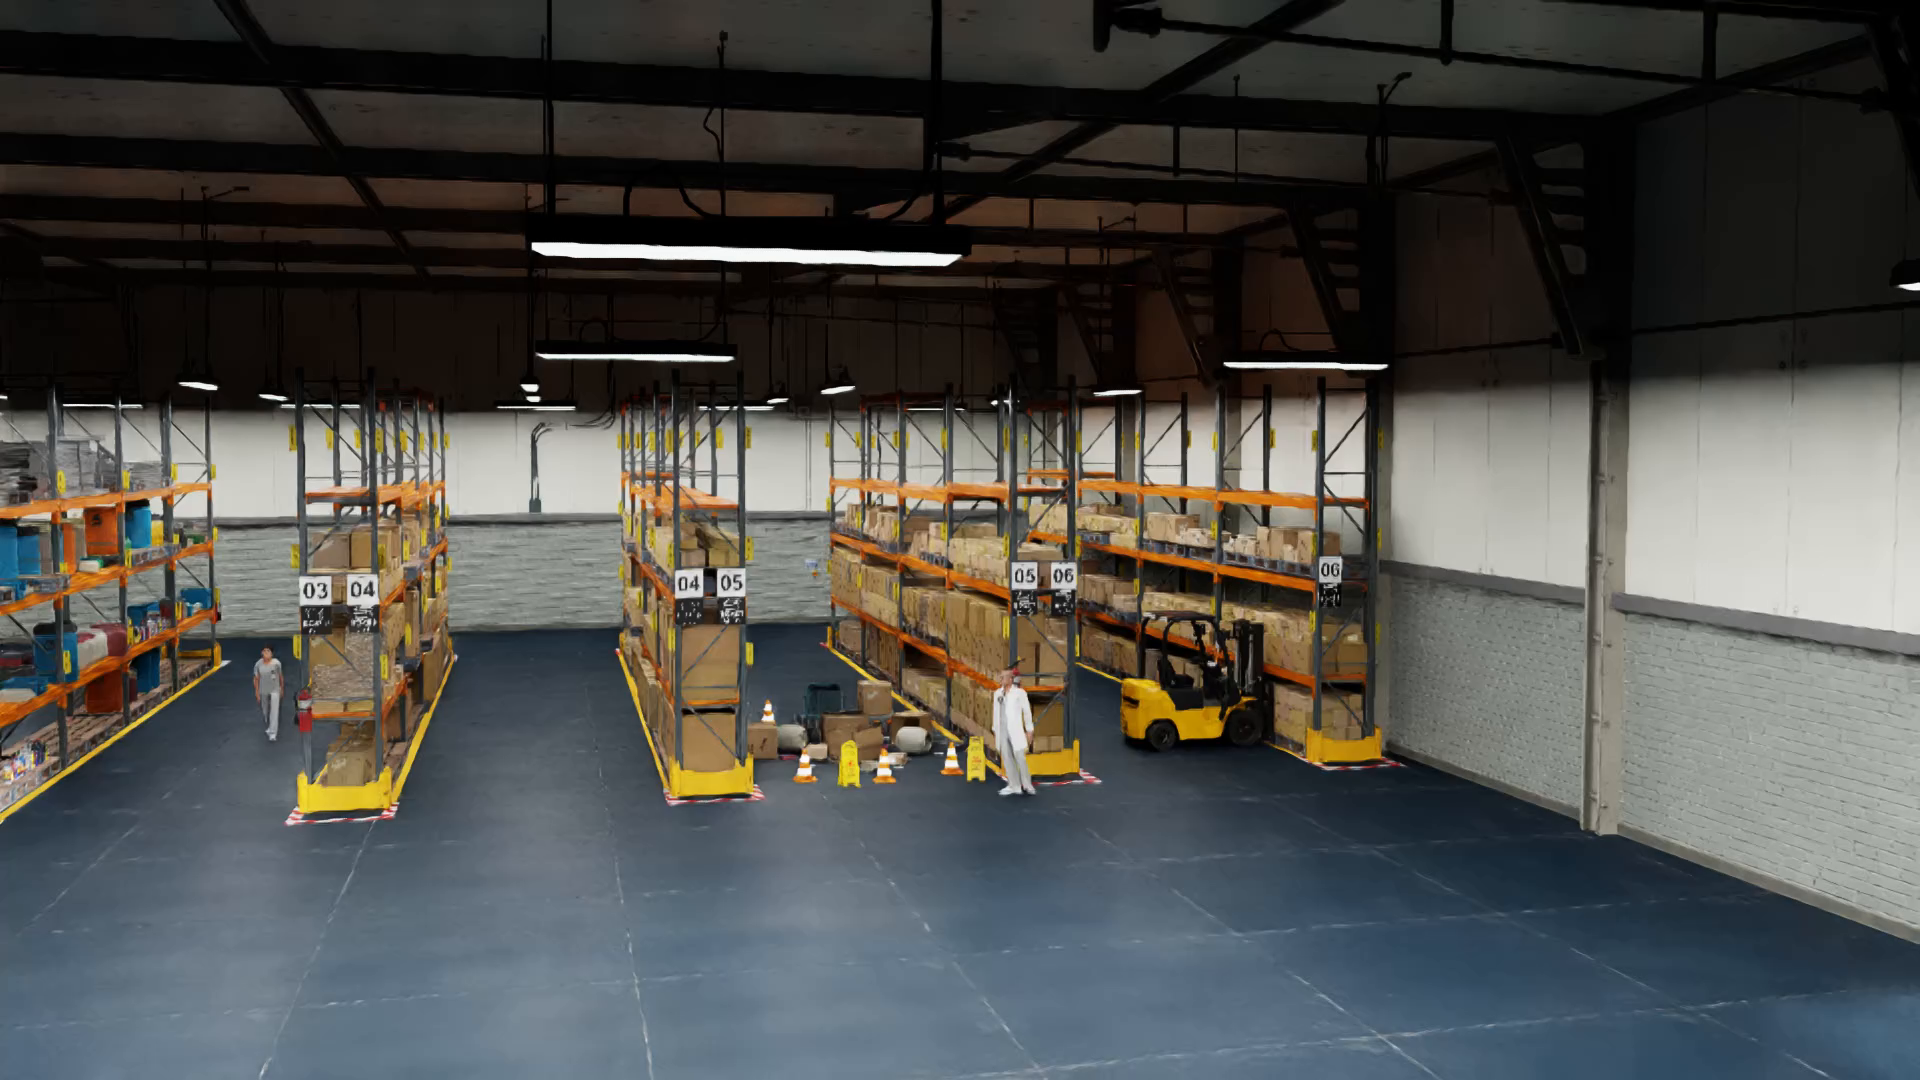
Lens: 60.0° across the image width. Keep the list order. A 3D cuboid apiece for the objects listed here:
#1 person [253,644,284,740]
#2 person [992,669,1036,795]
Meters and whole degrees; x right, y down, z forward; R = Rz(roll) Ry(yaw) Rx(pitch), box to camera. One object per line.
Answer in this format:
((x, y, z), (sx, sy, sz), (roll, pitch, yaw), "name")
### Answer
((-11.609, 2.526, 27.897), (0.446, 1.590, 1.110), (-1, 3, -12), "person")
((0.769, 2.716, 23.558), (0.683, 1.771, 0.495), (2, 4, 33), "person")
